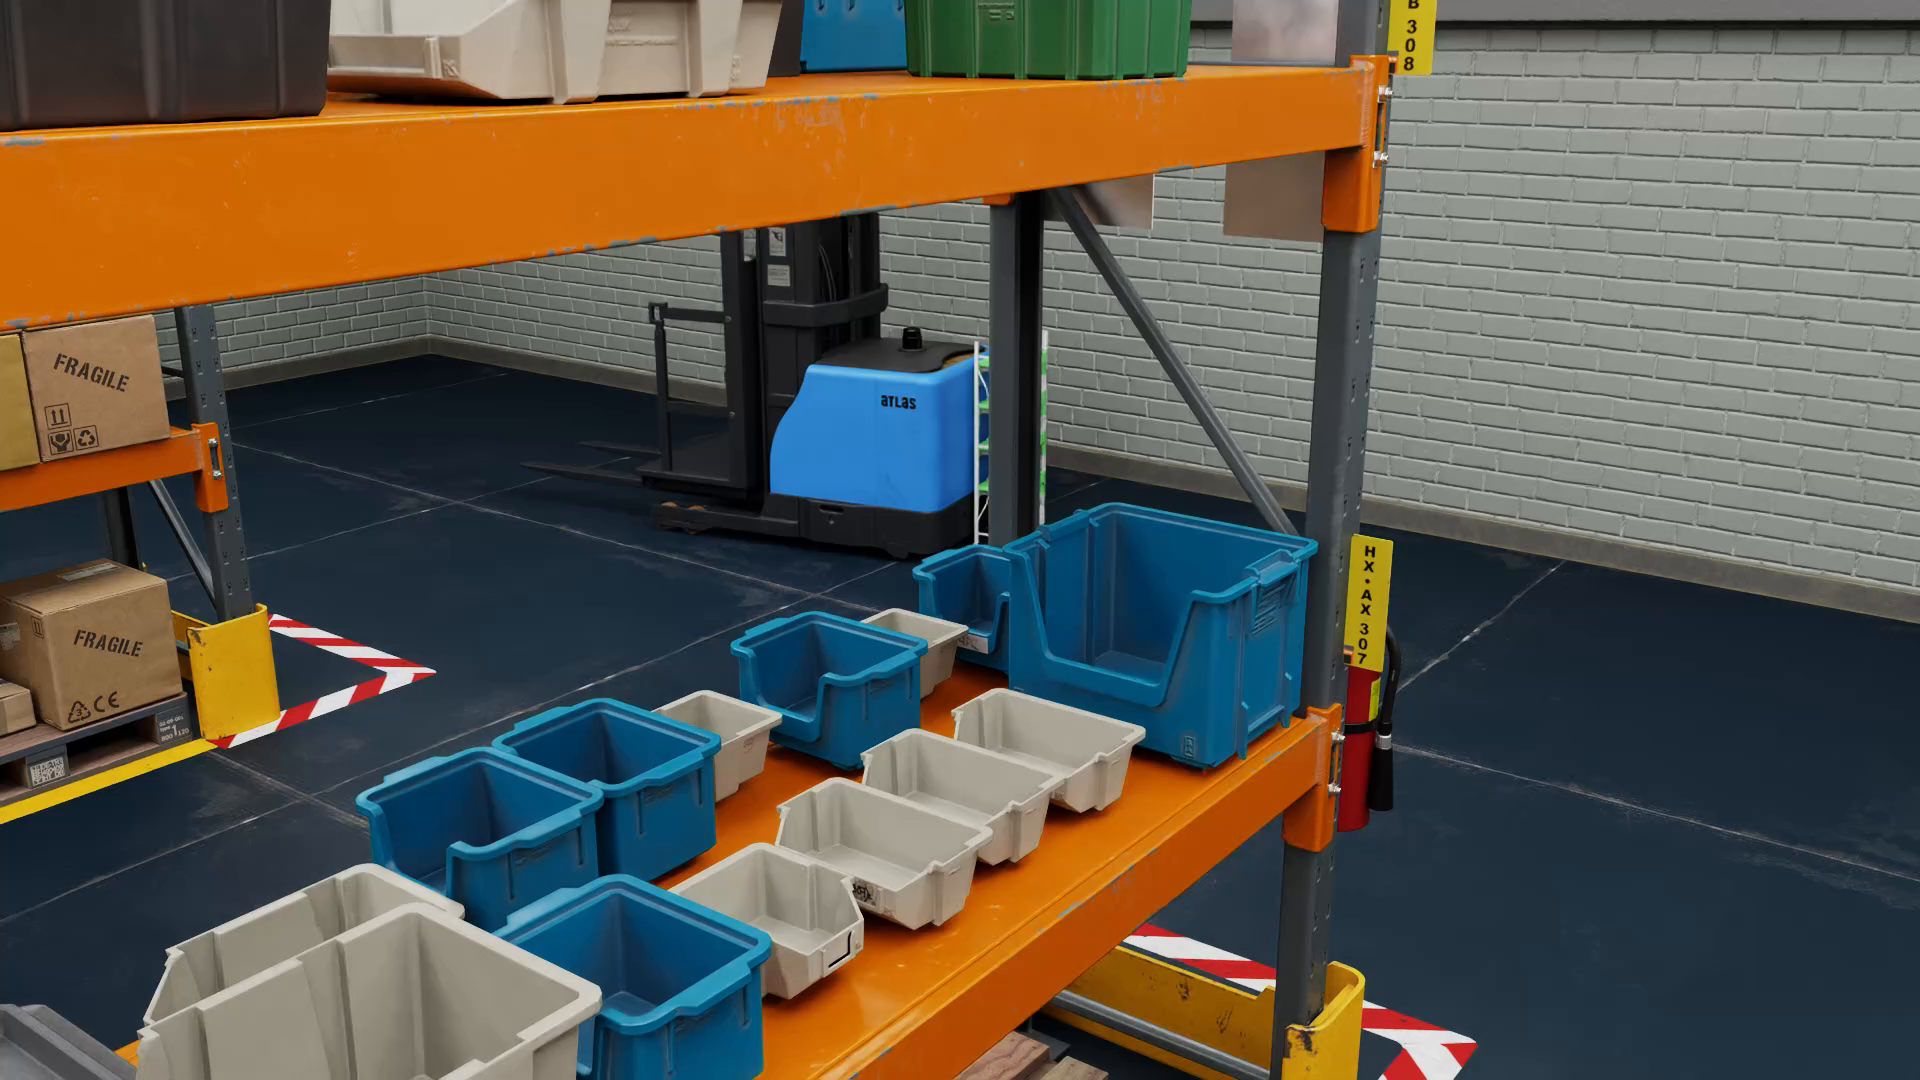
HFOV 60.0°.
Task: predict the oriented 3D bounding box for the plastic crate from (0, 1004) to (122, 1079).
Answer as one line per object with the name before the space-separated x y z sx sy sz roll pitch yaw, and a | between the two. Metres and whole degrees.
plastic crate | -1.139 0.860 1.709 0.402 0.464 0.583 12 21 35

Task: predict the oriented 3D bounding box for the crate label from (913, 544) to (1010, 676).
crate label | 0.099 0.186 4.267 0.416 0.233 0.303 12 21 35

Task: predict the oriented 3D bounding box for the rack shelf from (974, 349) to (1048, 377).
rack shelf | 0.294 -0.982 9.479 0.258 0.148 0.480 8 19 23

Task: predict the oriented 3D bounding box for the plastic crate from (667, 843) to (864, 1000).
plastic crate | -0.322 0.669 2.876 0.298 0.136 0.250 12 21 35

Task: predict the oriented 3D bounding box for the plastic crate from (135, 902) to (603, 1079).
plastic crate | -0.815 0.784 2.260 0.437 0.282 0.530 12 21 35

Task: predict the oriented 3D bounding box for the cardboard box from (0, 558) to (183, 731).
cardboard box | -3.591 0.415 6.823 0.500 0.500 0.500 12 21 35

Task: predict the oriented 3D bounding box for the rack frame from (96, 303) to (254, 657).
rack frame | -3.465 -0.742 7.075 1.000 3.000 0.127 12 21 35

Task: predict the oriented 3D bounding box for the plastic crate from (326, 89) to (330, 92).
plastic crate | -1.057 -0.768 2.302 0.437 0.282 0.530 12 21 35

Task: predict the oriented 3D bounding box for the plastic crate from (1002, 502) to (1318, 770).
plastic crate | 0.461 0.202 3.876 0.616 0.435 0.499 12 21 35

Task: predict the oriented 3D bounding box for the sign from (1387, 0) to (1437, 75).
sign | 0.962 -1.155 3.523 0.100 0.325 0.005 12 21 35

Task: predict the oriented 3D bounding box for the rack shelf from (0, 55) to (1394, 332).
rack shelf | -0.681 -0.478 2.381 1.077 0.370 4.000 12 21 35

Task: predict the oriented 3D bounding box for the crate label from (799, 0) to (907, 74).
crate label | -0.298 -1.064 3.306 0.408 0.251 0.502 12 21 35

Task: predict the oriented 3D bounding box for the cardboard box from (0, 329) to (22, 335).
cardboard box | -3.810 -0.992 6.026 0.500 0.500 0.500 13 22 36

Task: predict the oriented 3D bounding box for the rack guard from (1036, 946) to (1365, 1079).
rack guard | 0.515 1.320 4.650 1.175 0.500 0.348 12 21 35

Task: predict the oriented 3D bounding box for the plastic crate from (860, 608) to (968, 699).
plastic crate | -0.158 0.294 4.082 0.250 0.136 0.298 12 21 35

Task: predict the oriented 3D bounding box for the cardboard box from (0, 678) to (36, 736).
cardboard box | -3.905 0.655 6.613 0.380 0.166 0.250 12 21 35

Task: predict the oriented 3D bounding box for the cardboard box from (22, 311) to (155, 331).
cardboard box | -3.509 -1.112 6.414 0.500 0.500 0.500 12 21 34

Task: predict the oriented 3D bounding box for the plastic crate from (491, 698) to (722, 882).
plastic crate | -0.685 0.500 3.257 0.416 0.233 0.300 12 21 35

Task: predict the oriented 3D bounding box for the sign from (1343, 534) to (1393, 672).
sign | 0.962 0.150 3.928 0.100 0.325 0.005 12 21 35

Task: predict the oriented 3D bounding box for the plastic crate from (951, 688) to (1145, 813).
plastic crate | 0.170 0.458 3.555 0.396 0.136 0.243 12 21 35

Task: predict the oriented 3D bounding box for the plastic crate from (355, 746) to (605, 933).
plastic crate | -0.864 0.571 3.027 0.416 0.233 0.300 12 21 35

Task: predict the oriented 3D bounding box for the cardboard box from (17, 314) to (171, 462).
cardboard box | -3.513 -0.635 6.561 0.500 0.500 0.500 13 22 36

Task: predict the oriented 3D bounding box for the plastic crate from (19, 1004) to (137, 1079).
plastic crate | -1.421 0.876 2.228 0.437 0.125 0.590 12 21 35

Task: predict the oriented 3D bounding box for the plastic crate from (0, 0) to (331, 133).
plastic crate | -0.912 -0.530 1.556 0.497 0.269 0.590 12 21 35

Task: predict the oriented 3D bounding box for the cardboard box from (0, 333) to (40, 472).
cardboard box | -3.819 -0.511 6.161 0.500 0.500 0.500 13 21 35

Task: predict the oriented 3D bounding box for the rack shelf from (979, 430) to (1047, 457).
rack shelf | 0.294 -0.523 9.621 0.258 0.148 0.480 8 19 23

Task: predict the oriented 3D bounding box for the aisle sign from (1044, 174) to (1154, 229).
aisle sign | 0.315 -1.177 4.092 0.394 0.787 0.004 12 21 35

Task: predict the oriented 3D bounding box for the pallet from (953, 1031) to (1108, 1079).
pallet | -0.012 1.656 4.056 1.003 0.211 1.213 12 21 35

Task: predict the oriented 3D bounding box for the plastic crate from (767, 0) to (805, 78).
plastic crate | -0.620 -0.953 2.802 0.504 0.338 0.767 12 21 35

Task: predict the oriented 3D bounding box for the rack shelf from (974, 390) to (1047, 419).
rack shelf | 0.294 -0.752 9.550 0.258 0.148 0.480 8 19 23

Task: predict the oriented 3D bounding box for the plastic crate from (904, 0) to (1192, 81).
plastic crate | 0.153 -0.912 2.921 0.450 0.188 0.336 12 21 35

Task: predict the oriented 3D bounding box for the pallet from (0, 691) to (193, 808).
pallet | -3.984 0.798 6.818 1.003 0.211 1.213 12 21 35

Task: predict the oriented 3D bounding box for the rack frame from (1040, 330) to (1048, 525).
rack frame | 0.394 -0.650 9.815 0.240 1.200 0.015 8 19 23

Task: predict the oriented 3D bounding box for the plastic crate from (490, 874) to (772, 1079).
plastic crate | -0.507 0.720 2.548 0.416 0.233 0.300 12 21 35

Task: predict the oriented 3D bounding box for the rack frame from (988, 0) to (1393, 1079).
rack frame | 0.511 0.134 4.253 1.000 3.000 0.127 12 21 35

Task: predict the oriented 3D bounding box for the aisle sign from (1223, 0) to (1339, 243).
aisle sign | 0.789 -1.072 3.756 0.394 0.787 0.004 12 21 35

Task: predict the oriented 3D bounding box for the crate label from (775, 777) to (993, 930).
crate label | -0.160 0.595 3.113 0.396 0.136 0.243 12 21 35

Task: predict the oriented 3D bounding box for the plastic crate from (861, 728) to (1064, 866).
plastic crate | -0.014 0.524 3.341 0.396 0.136 0.243 12 21 35

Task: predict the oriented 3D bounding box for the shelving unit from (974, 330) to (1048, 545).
shelving unit | 0.294 -0.584 9.602 0.258 1.200 0.503 8 19 23

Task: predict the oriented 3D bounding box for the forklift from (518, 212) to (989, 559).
forklift | -1.288 -1.568 9.852 3.031 2.935 1.130 8 19 23

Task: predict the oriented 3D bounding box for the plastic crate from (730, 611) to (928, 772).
plastic crate | -0.293 0.343 3.762 0.416 0.233 0.300 12 21 35

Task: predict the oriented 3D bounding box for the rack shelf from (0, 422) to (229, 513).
rack shelf | -4.657 0.078 5.647 1.077 0.370 4.000 12 21 35

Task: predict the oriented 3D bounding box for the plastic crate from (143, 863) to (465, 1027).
plastic crate | -1.076 0.717 2.722 0.293 0.136 0.466 12 21 35

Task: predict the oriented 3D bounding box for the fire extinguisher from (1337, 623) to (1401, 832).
fire extinguisher | 0.966 0.394 4.177 0.296 0.674 0.183 12 21 35

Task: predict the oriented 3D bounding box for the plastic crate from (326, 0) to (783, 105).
plastic crate | -0.521 -0.636 2.121 0.437 0.136 0.530 12 21 35

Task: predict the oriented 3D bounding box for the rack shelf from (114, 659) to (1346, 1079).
rack shelf | -0.681 0.954 2.826 1.077 0.370 4.000 12 21 35

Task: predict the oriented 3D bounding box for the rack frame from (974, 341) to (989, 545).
rack frame | 0.194 -0.518 9.390 0.240 1.200 0.015 8 19 23

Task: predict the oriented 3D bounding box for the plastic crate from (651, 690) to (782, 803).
plastic crate | -0.562 0.456 3.562 0.250 0.136 0.298 12 21 35

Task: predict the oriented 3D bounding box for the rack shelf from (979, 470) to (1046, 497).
rack shelf | 0.294 -0.294 9.692 0.258 0.148 0.480 8 19 23

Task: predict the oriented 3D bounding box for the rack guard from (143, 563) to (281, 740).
rack guard | -3.510 0.470 7.387 1.175 0.500 0.348 12 21 35
